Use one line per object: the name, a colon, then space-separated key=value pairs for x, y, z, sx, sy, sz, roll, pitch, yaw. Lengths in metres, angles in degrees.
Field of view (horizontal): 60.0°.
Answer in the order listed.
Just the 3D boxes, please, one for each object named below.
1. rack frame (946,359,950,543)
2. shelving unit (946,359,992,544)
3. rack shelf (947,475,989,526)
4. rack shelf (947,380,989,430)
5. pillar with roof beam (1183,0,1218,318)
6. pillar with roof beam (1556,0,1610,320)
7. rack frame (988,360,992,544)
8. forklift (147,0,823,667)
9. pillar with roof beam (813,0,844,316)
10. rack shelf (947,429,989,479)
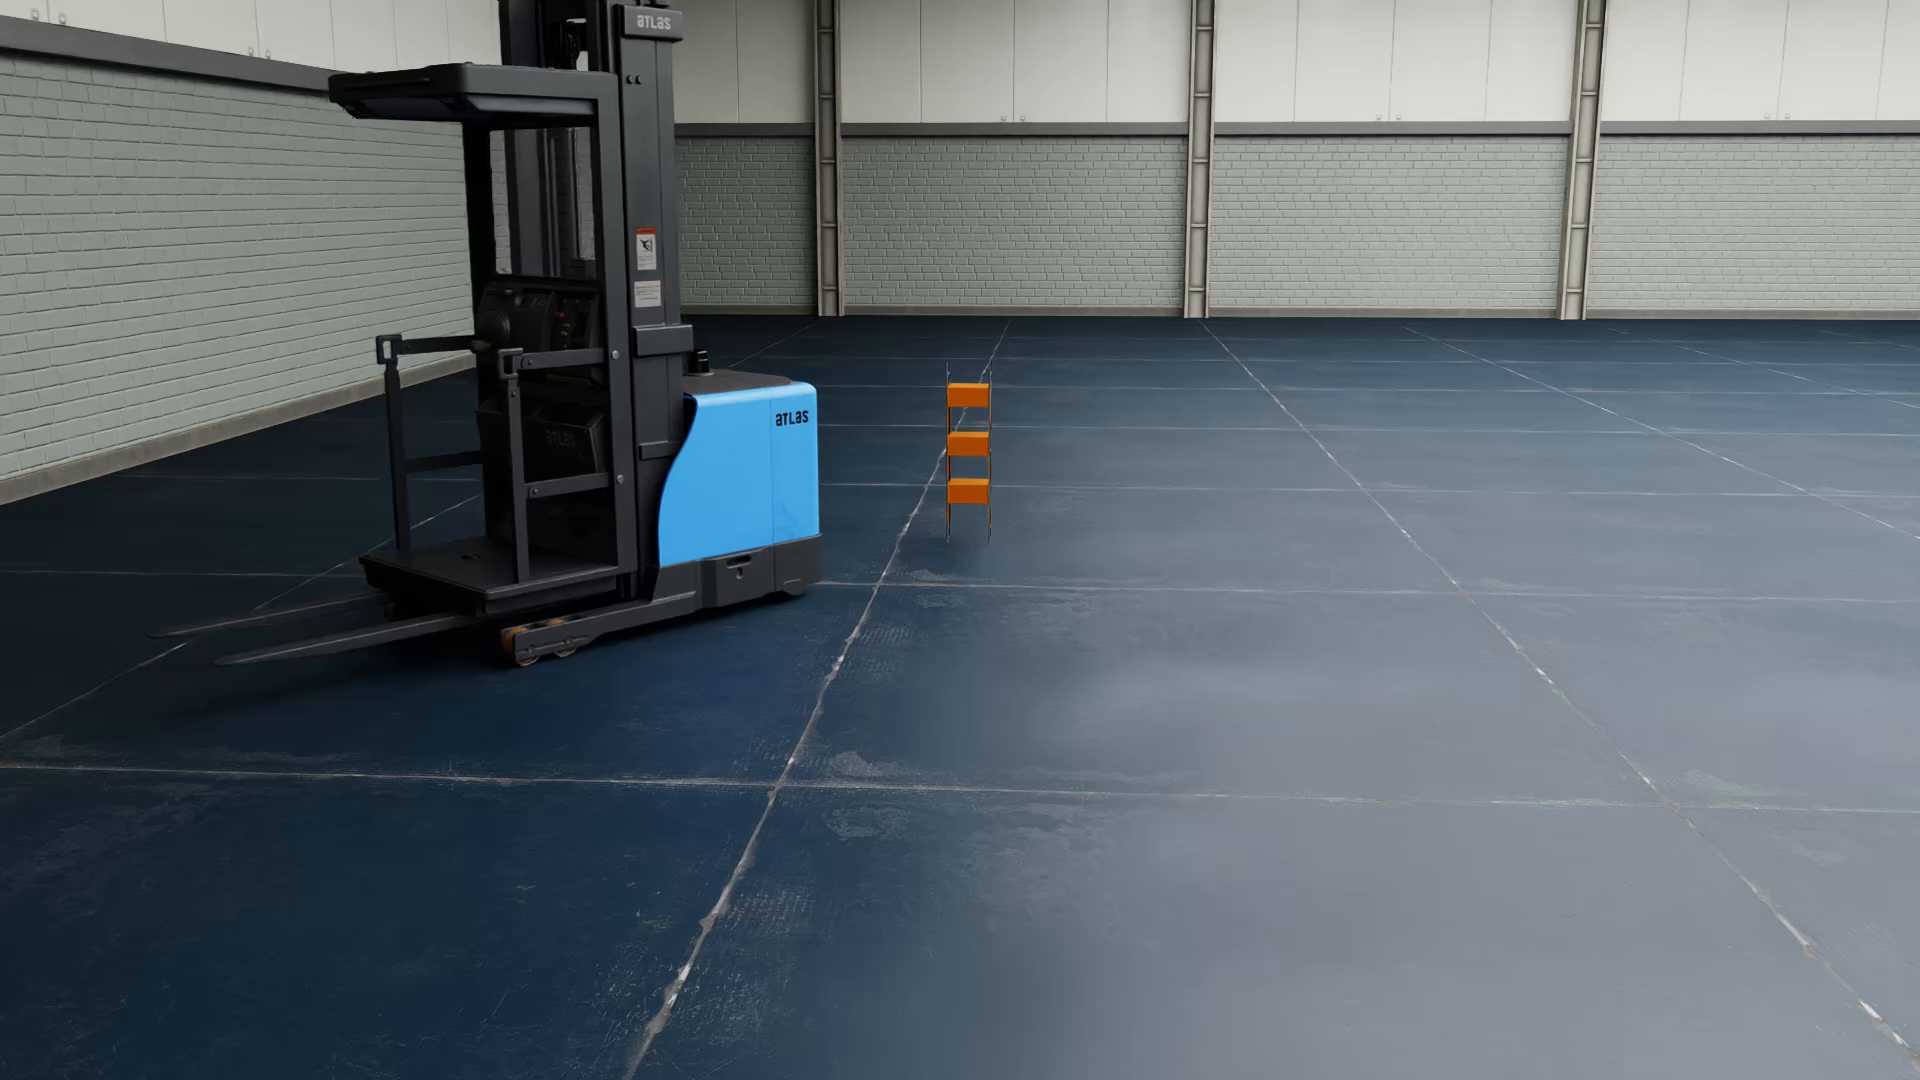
rack frame: x=-0.068 y=-0.515 z=9.665 sx=0.008 sy=1.050 sz=0.200 roll=1 pitch=12 yaw=4
shelving unit: x=0.053 y=-0.513 z=9.657 sx=0.252 sy=1.050 sz=0.215 roll=1 pitch=12 yaw=4
rack shelf: x=0.053 y=-0.231 z=9.716 sx=0.240 sy=0.259 sz=0.215 roll=1 pitch=12 yaw=4
rack shelf: x=0.053 y=-0.781 z=9.601 sx=0.240 sy=0.259 sz=0.215 roll=1 pitch=12 yaw=4
pillar with roof beam: x=3.565 y=-7.171 z=22.073 sx=0.400 sy=9.000 sz=9.100 roll=1 pitch=12 yaw=4
pillar with roof beam: x=9.552 y=-7.089 z=21.681 sx=0.400 sy=9.000 sz=9.100 roll=1 pitch=12 yaw=4
rack frame: x=0.175 y=-0.511 z=9.649 sx=0.008 sy=1.050 sz=0.200 roll=1 pitch=12 yaw=4
forklift: x=-2.065 y=-1.009 z=7.433 sx=1.130 sy=2.935 sz=3.031 roll=11 pitch=16 yaw=42
pillar with roof beam: x=-2.422 y=-7.253 z=22.466 sx=0.400 sy=9.000 sz=9.100 roll=1 pitch=12 yaw=4
rack shelf: x=0.053 y=-0.503 z=9.659 sx=0.240 sy=0.259 sz=0.215 roll=1 pitch=12 yaw=4
